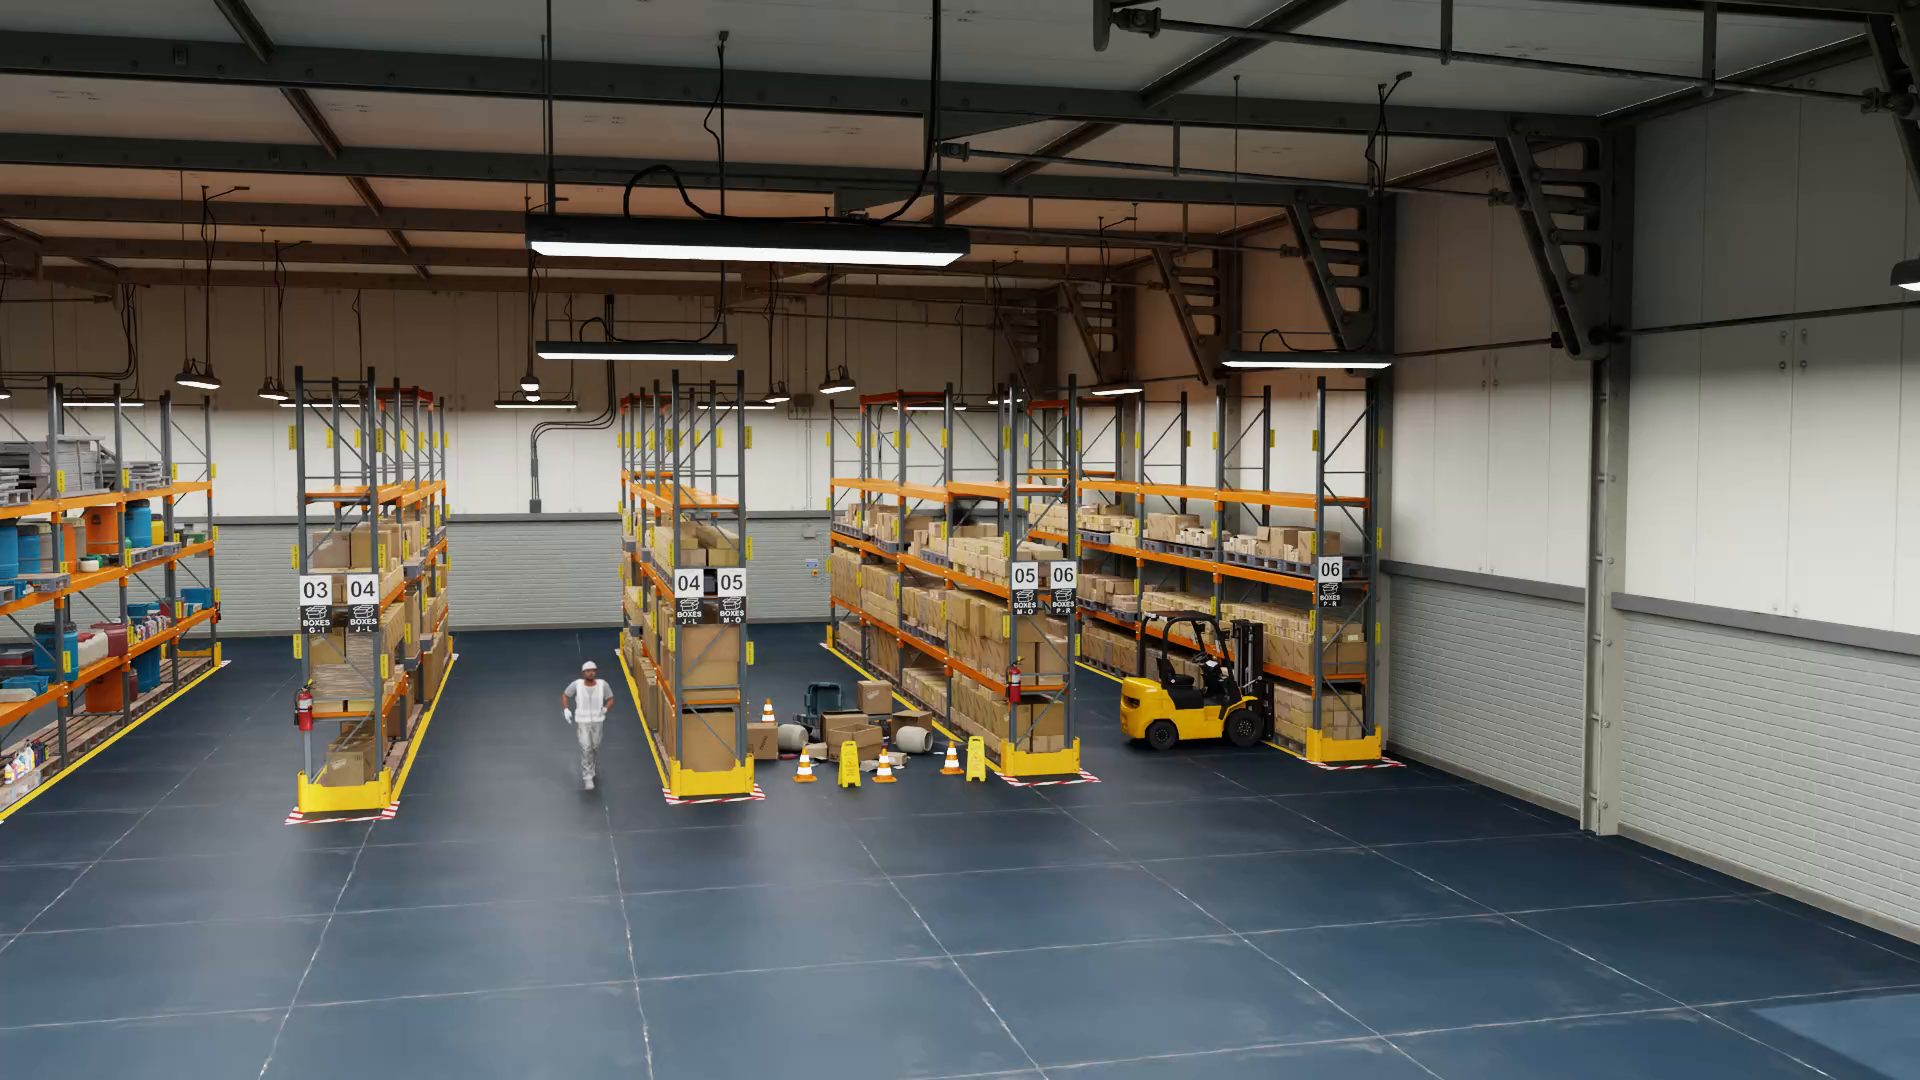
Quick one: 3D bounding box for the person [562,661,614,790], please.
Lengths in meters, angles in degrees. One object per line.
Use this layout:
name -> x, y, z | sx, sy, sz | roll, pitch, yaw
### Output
person -> -5.396, 2.660, 24.224 | 0.712, 1.796, 0.935 | -1, 4, -22
